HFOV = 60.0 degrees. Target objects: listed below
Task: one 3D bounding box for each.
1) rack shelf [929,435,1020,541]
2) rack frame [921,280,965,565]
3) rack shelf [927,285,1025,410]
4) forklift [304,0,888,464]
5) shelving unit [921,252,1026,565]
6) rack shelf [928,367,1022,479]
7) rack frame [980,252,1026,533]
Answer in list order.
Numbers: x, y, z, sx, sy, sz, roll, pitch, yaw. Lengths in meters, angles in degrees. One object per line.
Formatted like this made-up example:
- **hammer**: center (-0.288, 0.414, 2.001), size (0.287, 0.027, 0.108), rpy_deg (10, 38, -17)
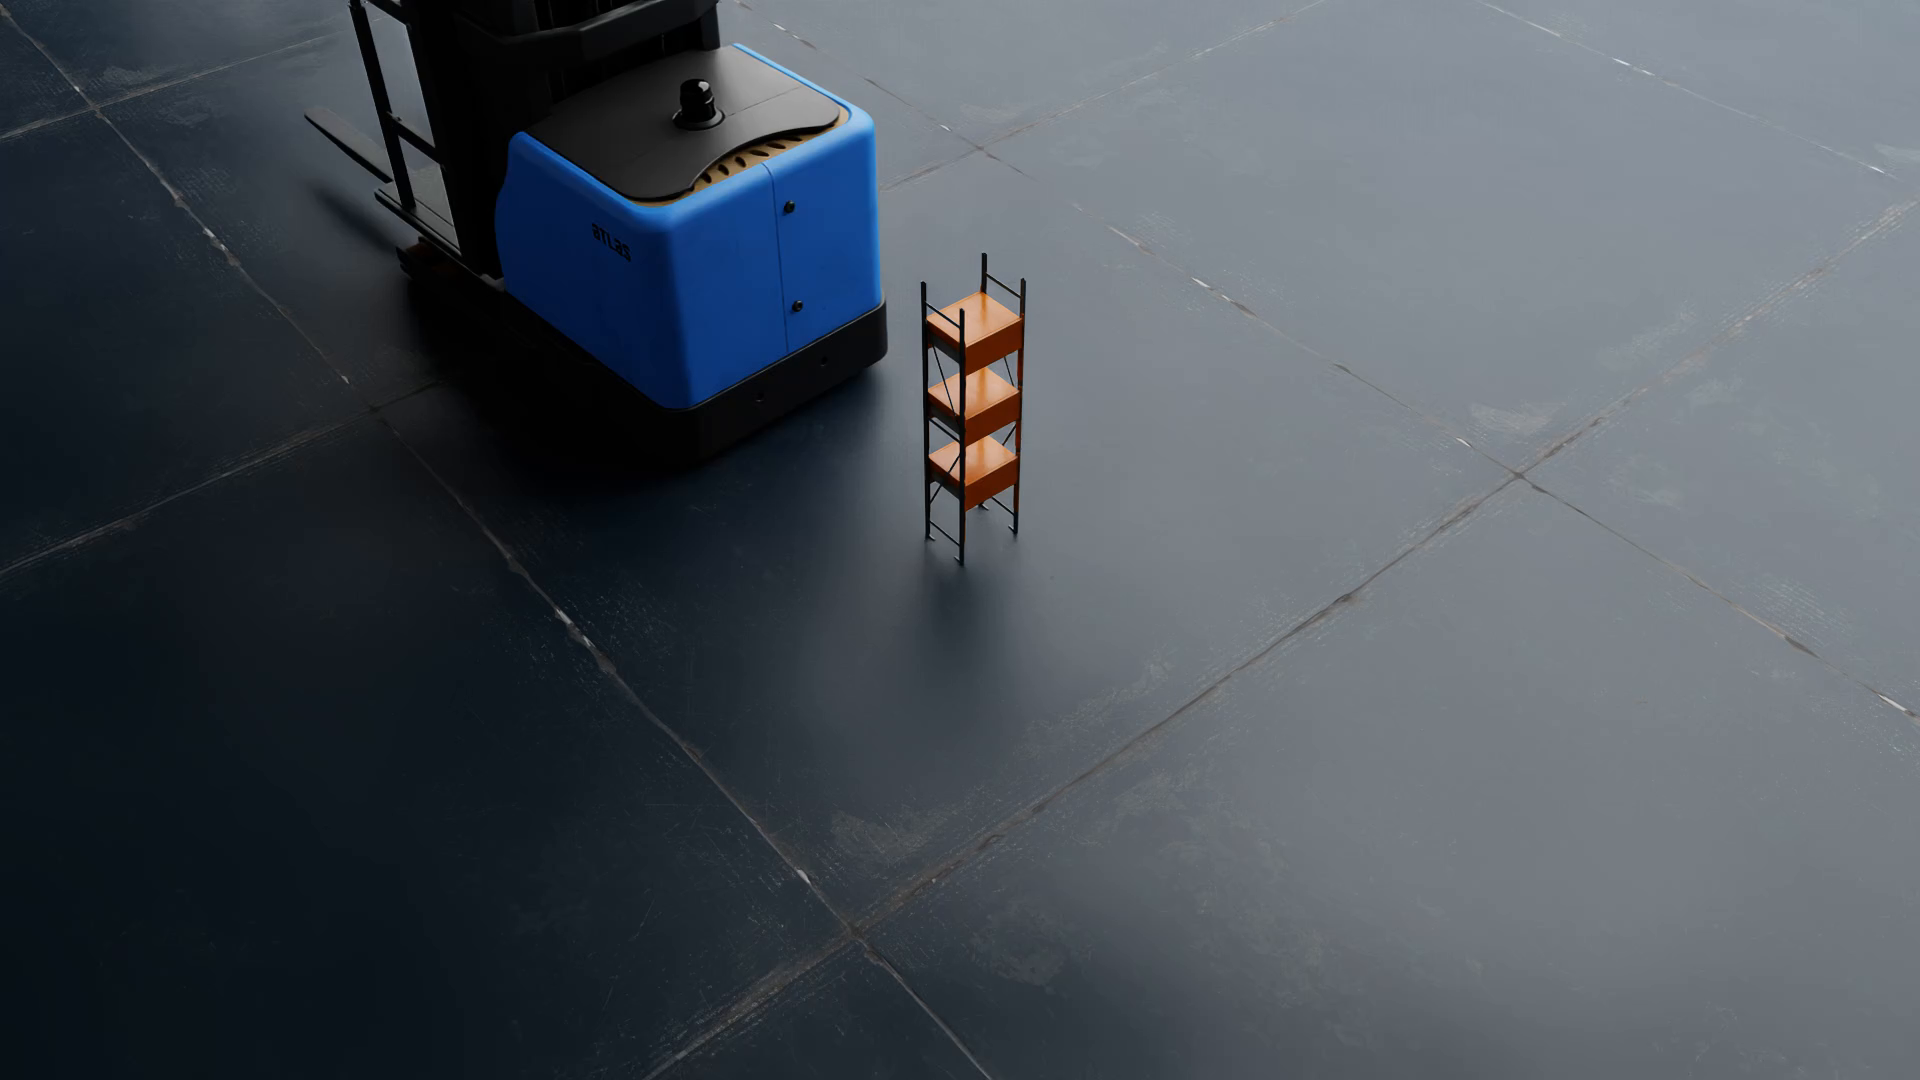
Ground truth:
- **rack shelf**: center (0.041, -0.196, 5.613), size (0.240, 0.259, 0.215), rpy_deg (-30, 51, -28)
- **rack frame**: center (-0.053, -0.353, 5.359), size (0.008, 1.050, 0.200), rpy_deg (-30, 51, -28)
- **rack shelf**: center (0.041, -0.605, 5.229), size (0.240, 0.259, 0.215), rpy_deg (-30, 51, -28)
- **forklift**: center (-1.664, -2.250, 6.005), size (1.130, 2.935, 3.031), rpy_deg (-33, 53, -30)
- **shelving unit**: center (0.041, -0.406, 5.416), size (0.252, 1.050, 0.215), rpy_deg (-30, 51, -28)
- **rack shelf**: center (0.041, -0.398, 5.423), size (0.240, 0.259, 0.215), rpy_deg (-30, 51, -28)
- **rack frame**: center (0.135, -0.460, 5.473), size (0.008, 1.050, 0.200), rpy_deg (-30, 51, -28)
